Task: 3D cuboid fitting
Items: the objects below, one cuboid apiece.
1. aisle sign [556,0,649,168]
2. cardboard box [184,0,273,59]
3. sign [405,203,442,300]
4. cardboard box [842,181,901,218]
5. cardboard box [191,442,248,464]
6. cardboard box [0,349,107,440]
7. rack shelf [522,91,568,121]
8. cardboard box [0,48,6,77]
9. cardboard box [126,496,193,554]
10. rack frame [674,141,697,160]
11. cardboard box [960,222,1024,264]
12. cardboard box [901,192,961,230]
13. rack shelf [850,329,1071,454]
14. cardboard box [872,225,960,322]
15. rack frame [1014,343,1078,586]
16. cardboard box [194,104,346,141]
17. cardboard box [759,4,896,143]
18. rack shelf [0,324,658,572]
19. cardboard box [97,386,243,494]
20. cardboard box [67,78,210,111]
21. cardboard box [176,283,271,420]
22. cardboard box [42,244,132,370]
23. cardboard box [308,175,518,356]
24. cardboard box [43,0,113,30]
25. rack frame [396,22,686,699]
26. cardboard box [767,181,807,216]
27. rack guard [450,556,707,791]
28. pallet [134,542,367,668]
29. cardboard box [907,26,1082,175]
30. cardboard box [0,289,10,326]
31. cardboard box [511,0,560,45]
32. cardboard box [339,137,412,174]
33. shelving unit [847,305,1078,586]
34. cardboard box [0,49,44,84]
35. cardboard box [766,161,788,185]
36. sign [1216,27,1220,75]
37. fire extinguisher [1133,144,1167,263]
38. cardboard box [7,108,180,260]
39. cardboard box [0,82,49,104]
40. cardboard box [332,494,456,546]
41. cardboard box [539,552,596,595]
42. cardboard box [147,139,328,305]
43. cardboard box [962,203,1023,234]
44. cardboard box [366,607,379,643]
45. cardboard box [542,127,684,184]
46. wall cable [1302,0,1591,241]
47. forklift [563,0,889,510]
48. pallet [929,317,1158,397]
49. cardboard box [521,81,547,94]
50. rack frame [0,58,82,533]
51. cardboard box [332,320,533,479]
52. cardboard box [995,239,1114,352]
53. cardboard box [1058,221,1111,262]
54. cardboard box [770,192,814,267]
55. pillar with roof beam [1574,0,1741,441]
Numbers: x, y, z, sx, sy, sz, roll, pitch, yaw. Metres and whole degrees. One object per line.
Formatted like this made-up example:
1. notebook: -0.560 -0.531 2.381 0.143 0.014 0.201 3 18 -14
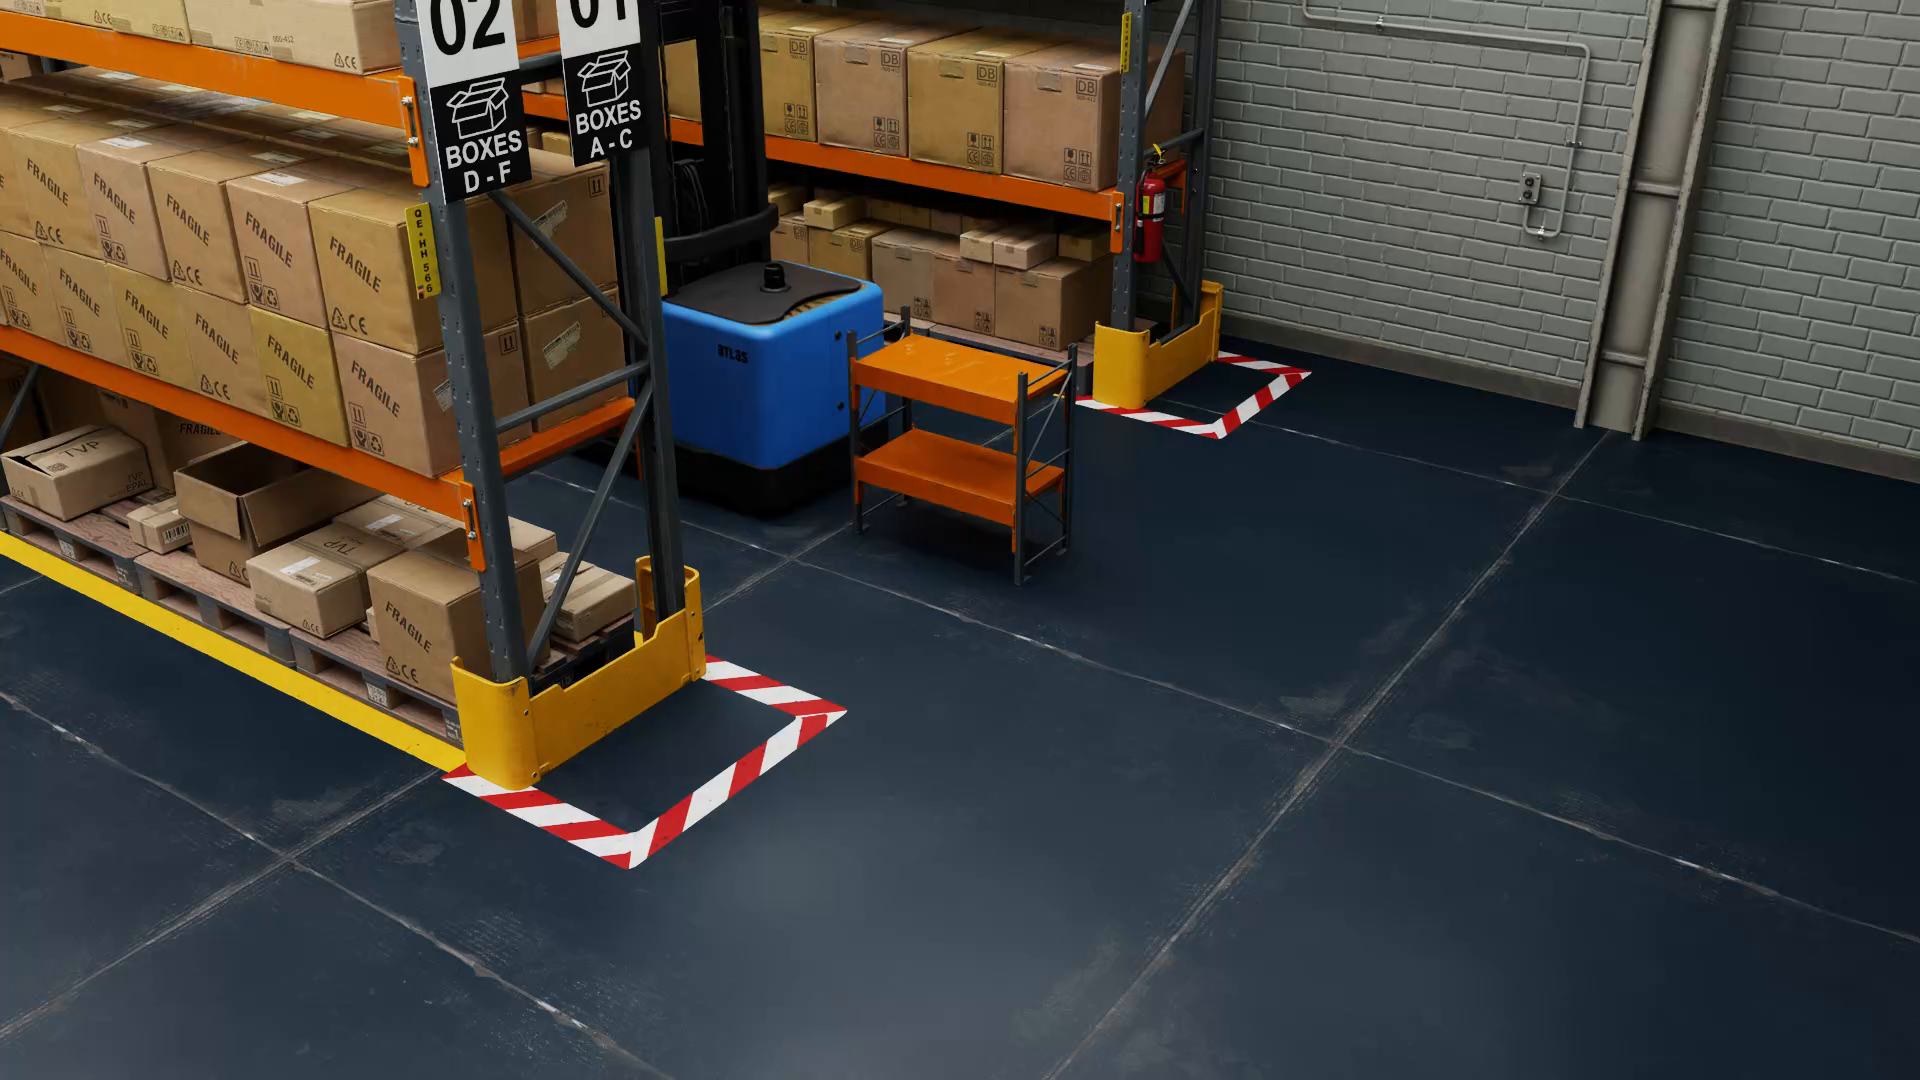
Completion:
1. aisle sign: -1.316 -1.801 6.116 0.004 0.787 0.394 17 32 30
2. cardboard box: -2.517 -1.986 6.204 0.500 0.250 0.500 17 32 30
3. sign: -1.869 -1.005 5.792 0.005 0.325 0.100 17 32 30
4. cardboard box: -0.622 -2.407 11.749 0.250 0.149 0.380 18 32 31
5. cardboard box: -3.587 -0.342 8.595 0.500 0.311 0.500 17 32 30
6. cardboard box: -5.096 -0.875 9.433 0.500 0.500 0.500 16 31 28
7. rack shelf: -3.682 -3.623 13.356 4.000 0.370 1.077 17 32 30
8. cardboard box: -10.360 -5.029 17.596 0.500 0.500 0.700 15 31 27
9. cardboard box: -3.893 -0.104 8.285 0.250 0.166 0.380 17 32 30
10. rack frame: -2.034 -3.430 12.183 0.127 3.000 1.000 17 32 30
11. cardboard box: 0.210 -1.938 10.829 0.250 0.149 0.380 18 32 32
12. cardboard box: -0.200 -2.275 11.492 0.250 0.149 0.380 18 32 31
13. rack shelf: 0.006 -0.760 8.359 1.000 0.278 0.538 17 32 30
14. cardboard box: -0.198 -1.876 11.422 0.500 0.500 0.700 16 31 29
15. rack frame: 0.425 -0.369 8.235 0.032 1.125 0.500 17 32 30
16. cardboard box: -3.019 -1.645 7.462 0.500 0.500 0.500 17 32 30
17. cardboard box: -0.997 -3.229 11.457 0.700 0.700 0.980 16 31 29
18. rack shelf: -3.187 -0.743 7.696 4.000 0.370 1.077 17 32 30
19. cardboard box: -4.205 -0.619 8.931 0.500 0.500 0.500 17 32 30
20. cardboard box: -3.848 -1.904 7.971 0.500 0.500 0.500 17 31 29
21. cardboard box: -2.899 -0.870 7.042 0.500 0.500 0.500 18 32 31
22. cardboard box: -3.735 -1.130 7.552 0.500 0.500 0.500 17 32 30
23. cardboard box: -2.061 -1.052 6.297 0.500 0.500 0.500 17 32 30
24. cardboard box: -3.339 -2.244 6.711 0.500 0.250 0.500 17 32 30
25. rack frame: -1.538 -0.550 6.524 0.127 3.000 1.000 17 32 30
26. cardboard box: -1.296 -2.406 11.748 0.250 0.149 0.380 19 32 32
27. rack guard: -1.601 0.544 7.129 0.348 0.500 1.175 17 32 30
28. pallet: -3.260 0.155 8.213 1.213 0.211 1.003 17 32 30
29. cardboard box: 0.231 -2.847 10.706 0.700 0.700 0.980 17 32 30
30. cardboard box: -4.570 -1.389 8.062 0.500 0.500 0.500 18 32 32
31. cardboard box: -1.818 -2.047 6.324 0.500 0.250 0.500 17 32 30
32. cardboard box: -2.190 -1.384 6.950 0.500 0.500 0.500 18 32 31
33. shelving unit: 0.006 -0.500 8.491 1.048 1.125 0.538 17 32 30
34. cardboard box: -9.506 -4.818 17.182 0.500 0.500 0.500 15 30 27
35. cardboard box: -1.483 -2.674 12.274 0.250 0.149 0.380 17 32 30
36. sign: 1.582 -3.030 10.355 0.005 0.325 0.100 17 32 30
37. fire extinguisher: 1.126 -1.991 9.852 0.183 0.674 0.296 17 32 30
38. cardboard box: -3.757 -1.577 7.329 0.500 0.500 0.500 16 31 29
39. cardboard box: -4.606 -1.841 7.849 0.500 0.500 0.500 18 32 32
40. cardboard box: -2.650 -0.023 8.035 0.500 0.250 0.500 17 32 30
41. cardboard box: -1.895 0.216 7.657 0.250 0.166 0.380 17 32 30
42. cardboard box: -2.908 -1.313 6.810 0.500 0.500 0.500 18 32 32
43. cardboard box: 0.222 -2.145 11.235 0.250 0.149 0.380 18 32 31
44. cardboard box: -2.409 0.331 7.431 0.250 0.166 0.380 17 32 30
45. cardboard box: -2.643 -2.778 12.808 0.750 0.750 0.750 18 32 31
46. wall cable: 2.854 -2.881 9.983 1.851 1.984 0.084 17 32 30
47. forklift: -1.886 -1.990 9.428 3.031 2.935 1.130 19 33 33
48. pallet: 0.560 -1.336 11.144 1.213 0.211 1.003 17 32 30
49. cardboard box: -3.133 -3.494 12.562 0.250 0.149 0.380 17 32 30
50. rack frame: -4.835 -1.577 8.542 0.127 3.000 1.000 17 32 30
51. cardboard box: -2.062 -0.608 6.527 0.500 0.500 0.500 18 32 32
52. cardboard box: 0.630 -1.619 10.917 0.500 0.500 0.700 17 32 30
53. cardboard box: 0.846 -1.950 10.853 0.250 0.149 0.380 18 32 31
54. cardboard box: -1.063 -2.143 11.947 0.500 0.500 0.700 17 32 30
55. pillar with roof beam: 1.541 -3.097 4.915 0.400 9.000 9.100 17 32 30
